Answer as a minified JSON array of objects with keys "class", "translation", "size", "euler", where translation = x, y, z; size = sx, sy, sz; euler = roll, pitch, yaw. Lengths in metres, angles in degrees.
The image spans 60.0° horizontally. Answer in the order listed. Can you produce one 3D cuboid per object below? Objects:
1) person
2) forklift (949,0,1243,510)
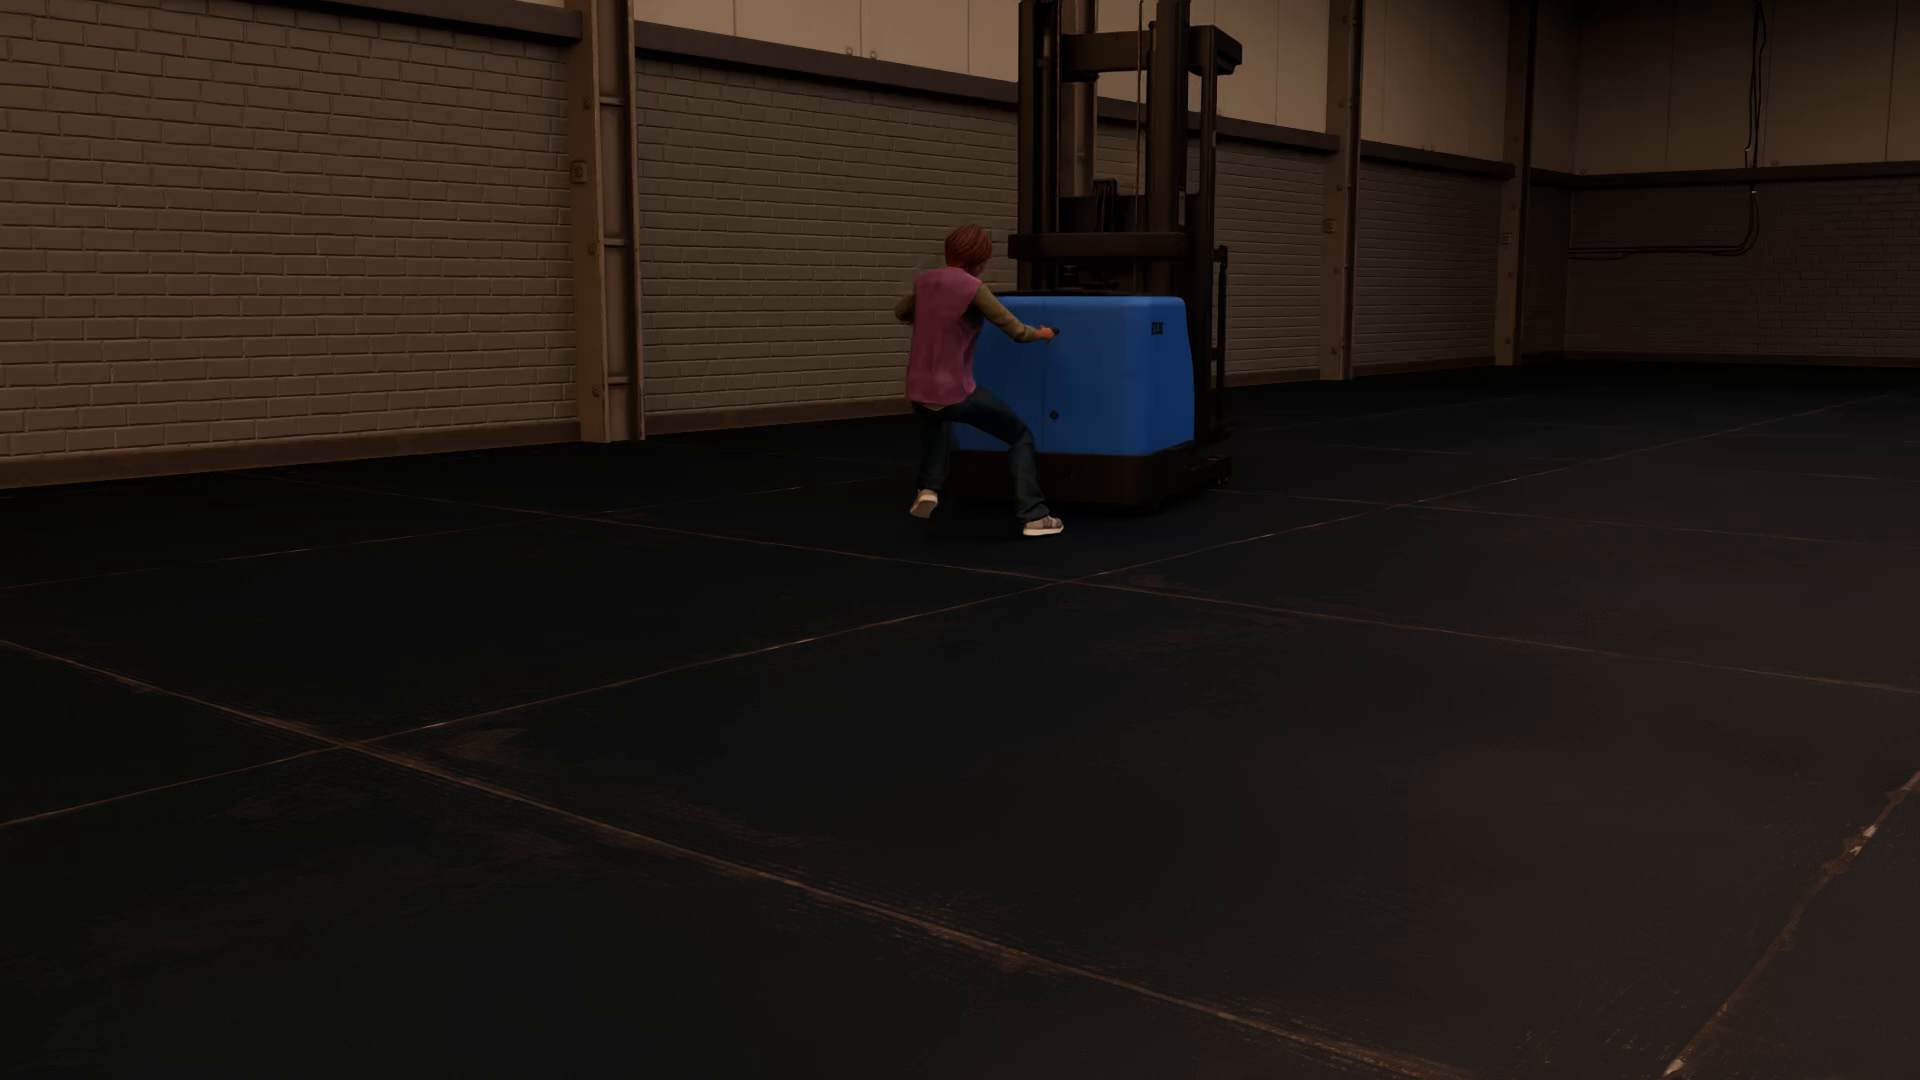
[{"class":"person","translation":[0.059,-0.735,7.662],"size":[0.878,1.373,0.674],"euler":[8,11,42]},{"class":"forklift","translation":[0.949,-1.775,9.411],"size":[1.130,2.935,3.031],"euler":[3,9,21]}]
